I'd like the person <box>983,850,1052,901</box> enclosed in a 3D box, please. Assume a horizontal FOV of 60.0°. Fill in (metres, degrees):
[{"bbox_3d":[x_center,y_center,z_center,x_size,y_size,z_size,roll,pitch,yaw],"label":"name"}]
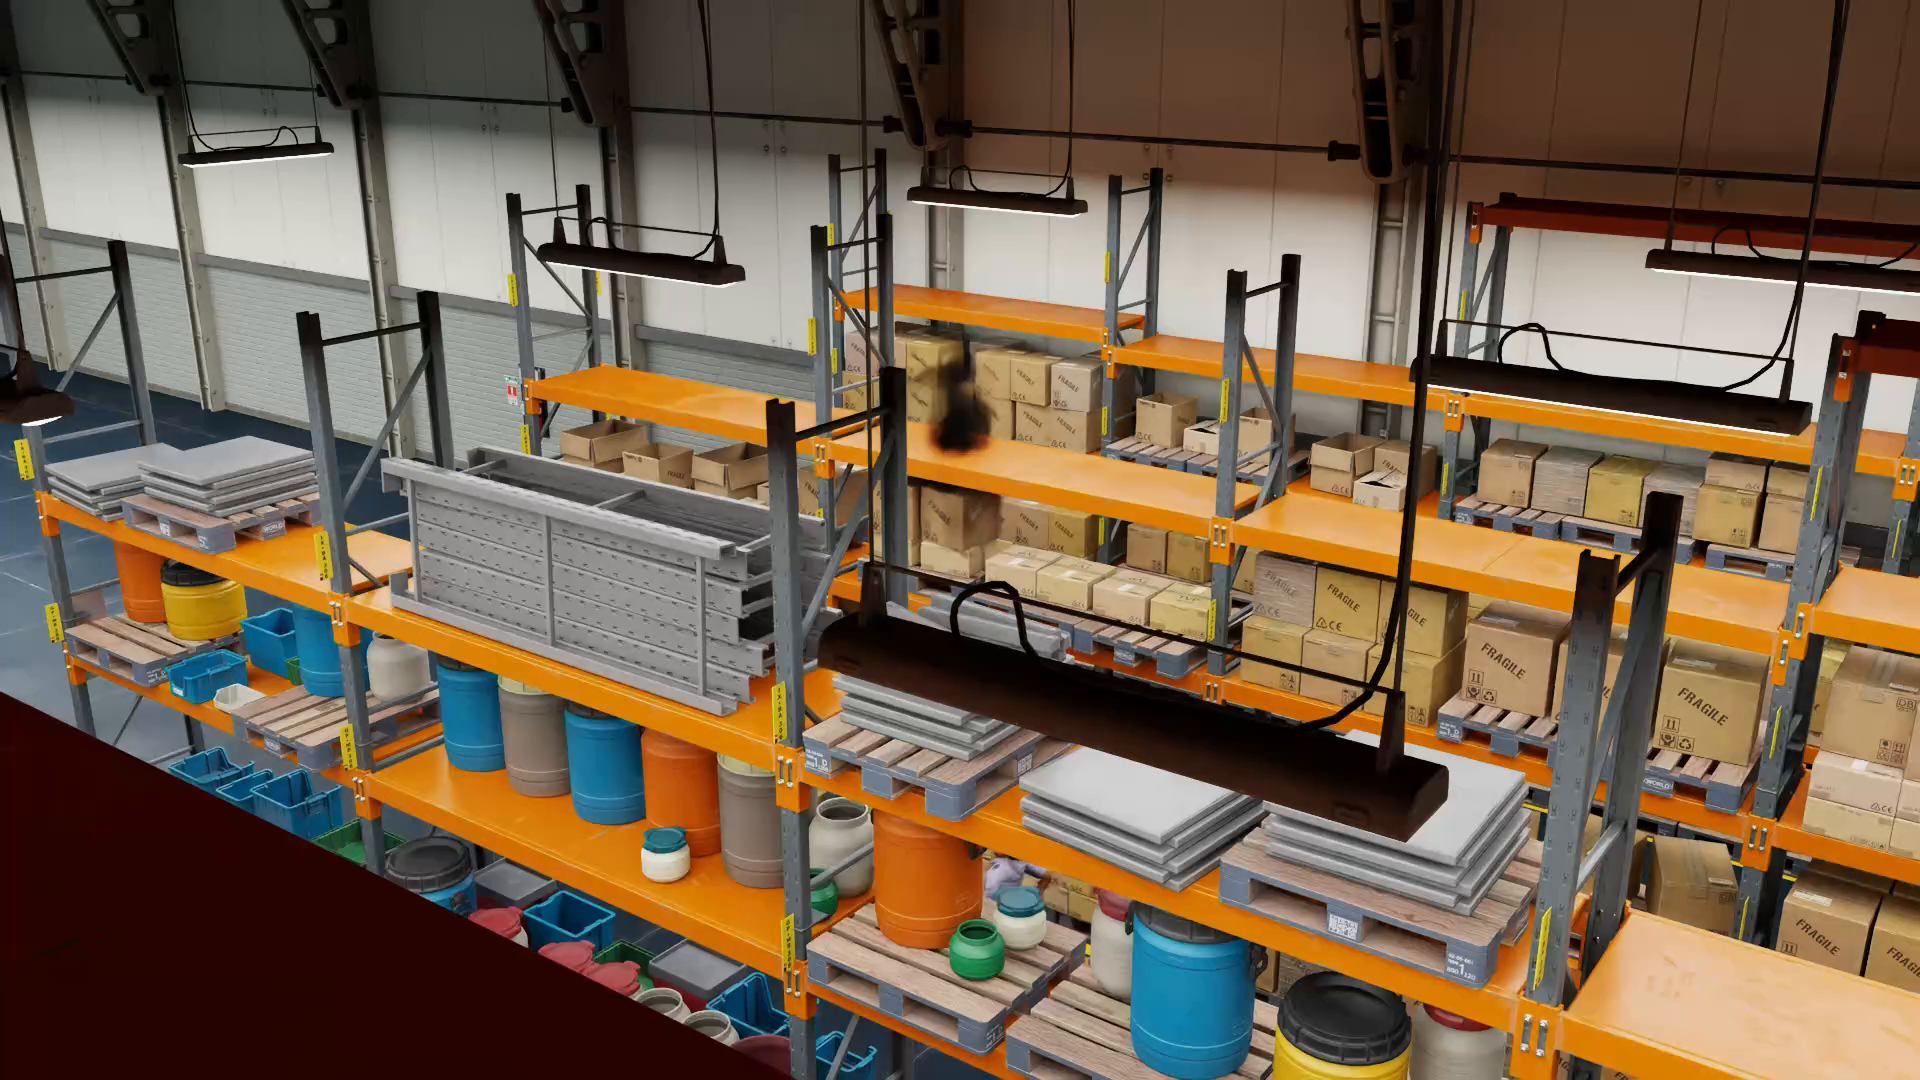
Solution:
[{"bbox_3d":[0.387,3.101,13.293,0.717,1.697,0.579,11,21,30],"label":"person"}]
